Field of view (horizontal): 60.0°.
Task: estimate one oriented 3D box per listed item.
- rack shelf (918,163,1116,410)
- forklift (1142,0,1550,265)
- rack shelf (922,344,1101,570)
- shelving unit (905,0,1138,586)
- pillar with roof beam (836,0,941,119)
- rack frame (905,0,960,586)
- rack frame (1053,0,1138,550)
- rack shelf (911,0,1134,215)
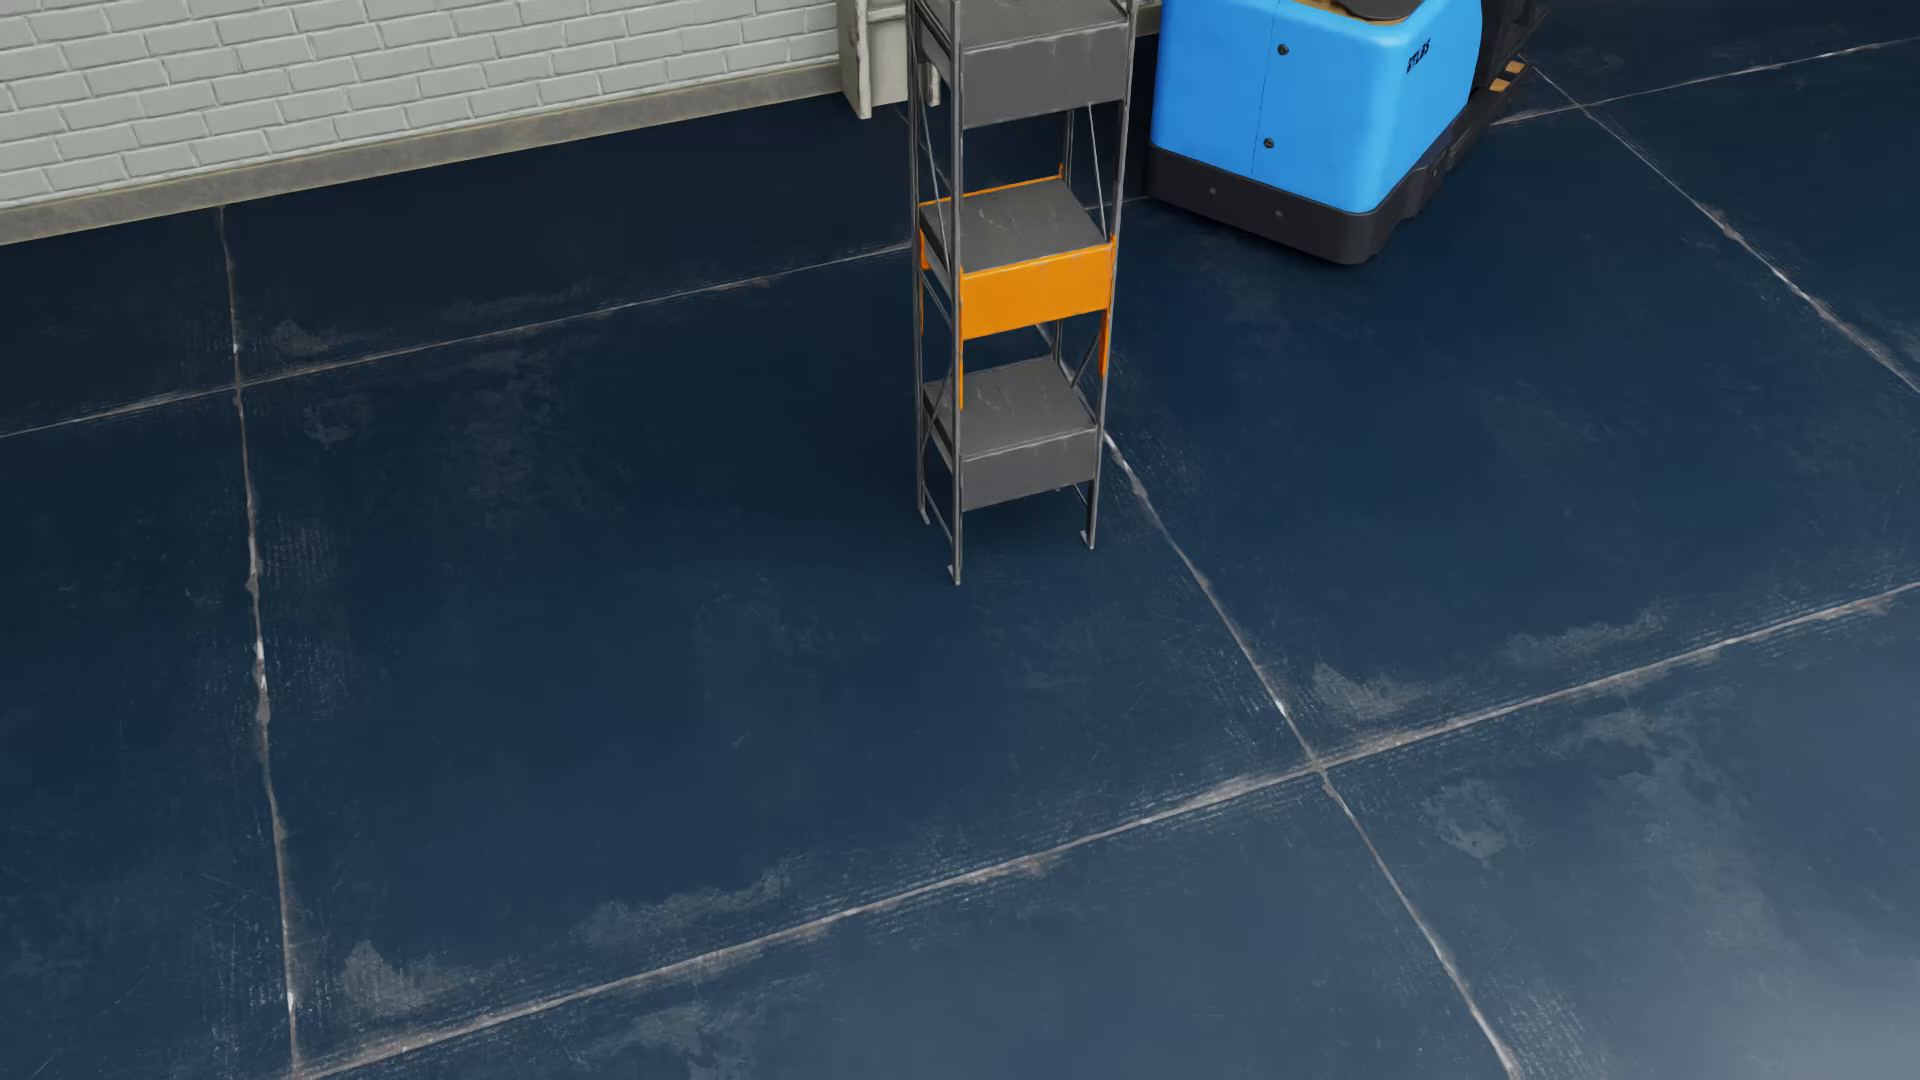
[{"bbox_3d":[0.156,-0.771,5.056,0.480,0.518,0.431,-14,47,-14],"label":"rack shelf"},{"bbox_3d":[2.021,-3.171,6.841,1.130,2.935,3.031,25,50,23],"label":"forklift"},{"bbox_3d":[0.156,-0.277,5.551,0.480,0.518,0.431,-14,47,-14],"label":"rack shelf"},{"bbox_3d":[0.156,-0.781,5.046,0.503,2.100,0.431,-14,47,-14],"label":"shelving unit"},{"bbox_3d":[1.134,-2.403,1.791,0.400,9.000,9.100,-14,47,-14],"label":"pillar with roof beam"},{"bbox_3d":[-0.074,-0.722,4.987,0.015,2.100,0.400,-14,47,-14],"label":"rack frame"},{"bbox_3d":[0.385,-0.840,5.104,0.015,2.100,0.400,-14,47,-14],"label":"rack frame"},{"bbox_3d":[0.156,-1.266,4.560,0.480,0.518,0.431,-14,47,-14],"label":"rack shelf"}]
